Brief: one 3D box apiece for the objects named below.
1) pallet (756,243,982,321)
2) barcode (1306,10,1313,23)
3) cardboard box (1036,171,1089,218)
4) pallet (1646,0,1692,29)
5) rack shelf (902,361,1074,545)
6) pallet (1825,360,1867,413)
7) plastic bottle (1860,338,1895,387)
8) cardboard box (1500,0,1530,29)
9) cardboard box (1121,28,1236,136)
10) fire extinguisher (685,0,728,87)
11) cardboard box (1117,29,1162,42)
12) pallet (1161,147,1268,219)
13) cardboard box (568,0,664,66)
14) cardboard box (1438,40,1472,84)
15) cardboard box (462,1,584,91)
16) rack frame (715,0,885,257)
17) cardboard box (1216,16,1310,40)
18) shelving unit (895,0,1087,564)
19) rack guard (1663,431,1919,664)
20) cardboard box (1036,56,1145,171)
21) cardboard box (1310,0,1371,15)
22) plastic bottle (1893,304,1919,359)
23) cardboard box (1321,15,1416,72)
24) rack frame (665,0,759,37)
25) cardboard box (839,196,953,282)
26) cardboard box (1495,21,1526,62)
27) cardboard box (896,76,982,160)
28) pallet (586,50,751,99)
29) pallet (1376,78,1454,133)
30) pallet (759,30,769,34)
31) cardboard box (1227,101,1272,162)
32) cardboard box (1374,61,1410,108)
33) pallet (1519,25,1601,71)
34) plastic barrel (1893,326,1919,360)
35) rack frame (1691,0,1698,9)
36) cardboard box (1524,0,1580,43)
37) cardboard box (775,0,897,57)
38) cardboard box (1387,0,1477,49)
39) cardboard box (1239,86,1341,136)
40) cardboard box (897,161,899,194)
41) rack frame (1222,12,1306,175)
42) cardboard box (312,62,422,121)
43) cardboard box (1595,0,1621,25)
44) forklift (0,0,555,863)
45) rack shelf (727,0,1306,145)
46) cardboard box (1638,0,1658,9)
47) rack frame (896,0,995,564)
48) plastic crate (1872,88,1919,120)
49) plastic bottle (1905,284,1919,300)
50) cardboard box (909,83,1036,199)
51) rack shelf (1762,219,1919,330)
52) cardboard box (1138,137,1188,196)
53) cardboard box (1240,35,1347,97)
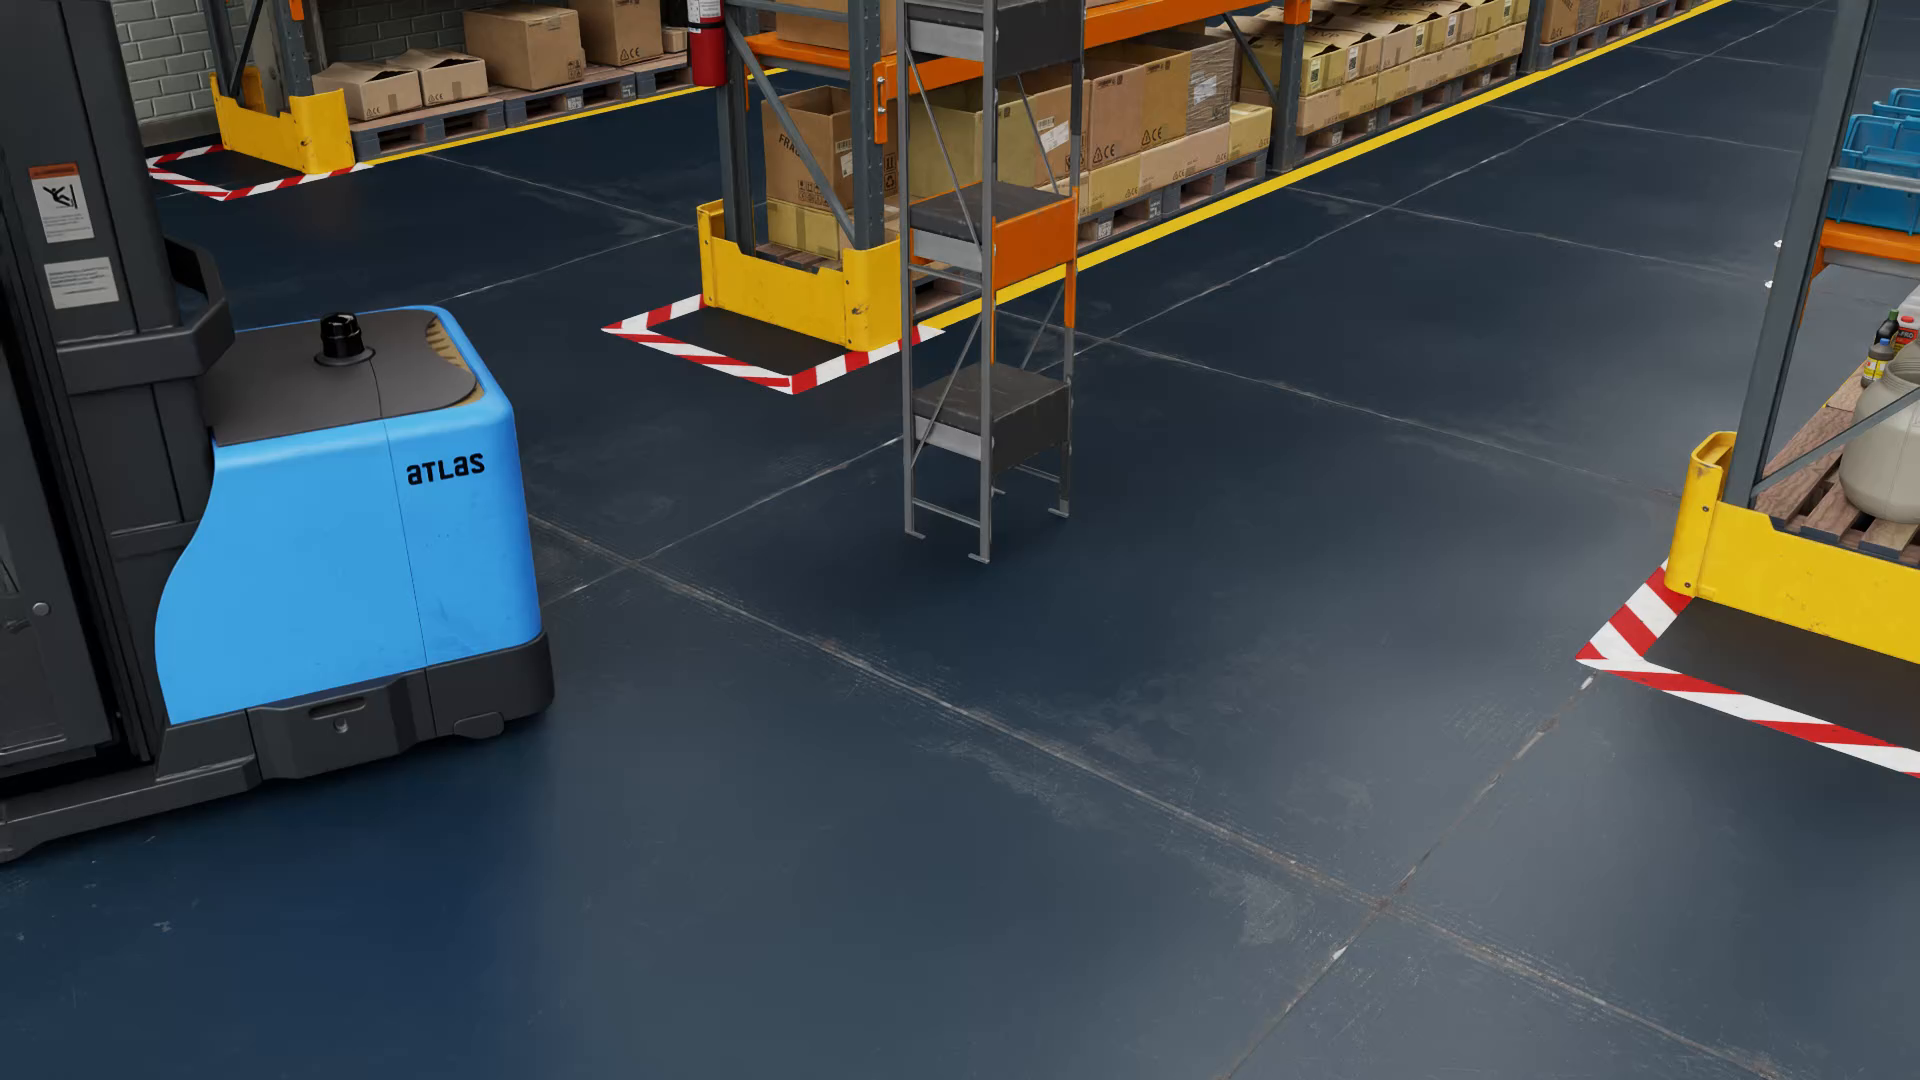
[{"bbox_3d":[-0.328,-1.510,8.939,1.003,0.211,1.213,21,34,34],"label":"pallet"},{"bbox_3d":[2.246,-3.364,10.684,0.001,0.075,0.075,21,34,34],"label":"barcode"},{"bbox_3d":[0.364,-1.911,9.215,0.500,0.250,0.500,21,34,34],"label":"cardboard box"},{"bbox_3d":[6.362,-5.182,16.036,1.003,0.211,1.213,21,34,34],"label":"pallet"},{"bbox_3d":[0.105,-0.357,6.209,0.431,0.518,0.480,21,34,34],"label":"rack shelf"},{"bbox_3d":[4.347,-0.535,7.055,1.003,0.211,1.213,21,34,34],"label":"pallet"},{"bbox_3d":[3.868,-0.748,6.998,0.097,0.201,0.097,0,27,0],"label":"plastic bottle"},{"bbox_3d":[4.163,-4.258,13.141,0.500,0.311,0.500,22,34,36],"label":"cardboard box"},{"bbox_3d":[1.309,-2.779,10.077,0.500,0.500,0.500,21,34,34],"label":"cardboard box"},{"bbox_3d":[-1.216,-2.524,7.949,0.296,0.674,0.183,21,34,34],"label":"fire extinguisher"},{"bbox_3d":[0.914,-2.929,10.367,0.500,0.500,0.500,21,34,34],"label":"cardboard box"},{"bbox_3d":[1.224,-2.375,10.611,1.003,0.211,1.213,21,34,34],"label":"pallet"},{"bbox_3d":[-2.692,-4.035,13.027,0.500,0.500,0.500,18,32,31],"label":"cardboard box"},{"bbox_3d":[3.513,-3.648,12.572,0.500,0.250,0.500,22,34,36],"label":"cardboard box"},{"bbox_3d":[-3.230,-3.663,12.308,0.700,0.500,0.500,18,33,31],"label":"cardboard box"},{"bbox_3d":[-0.782,-2.465,7.750,1.000,3.000,0.127,21,34,34],"label":"rack frame"},{"bbox_3d":[2.125,-3.511,11.698,0.500,0.311,0.500,22,34,36],"label":"cardboard box"},{"bbox_3d":[0.105,-0.991,5.881,0.431,2.100,0.503,21,34,34],"label":"shelving unit"},{"bbox_3d":[3.050,0.054,5.602,1.175,0.500,0.348,21,34,34],"label":"rack guard"},{"bbox_3d":[0.687,-2.419,9.382,0.500,0.500,0.500,21,34,34],"label":"cardboard box"},{"bbox_3d":[2.766,-3.864,12.381,0.500,0.311,0.500,20,34,34],"label":"cardboard box"},{"bbox_3d":[4.049,-0.862,7.138,0.152,0.276,0.135,21,34,35],"label":"plastic bottle"},{"bbox_3d":[2.868,-3.531,11.736,0.500,0.311,0.500,19,33,33],"label":"cardboard box"},{"bbox_3d":[-2.063,-5.330,13.288,1.000,3.000,0.127,21,34,34],"label":"rack frame"},{"bbox_3d":[-0.269,-1.555,8.527,0.500,0.250,0.500,21,34,34],"label":"cardboard box"},{"bbox_3d":[4.160,-4.009,13.270,0.500,0.250,0.500,22,34,36],"label":"cardboard box"},{"bbox_3d":[-0.046,-2.399,9.343,0.500,0.500,0.500,21,34,34],"label":"cardboard box"},{"bbox_3d":[-2.463,-3.843,13.448,1.003,0.211,1.213,21,34,34],"label":"pallet"},{"bbox_3d":[2.976,-3.352,12.499,1.003,0.211,1.213,21,34,34],"label":"pallet"},{"bbox_3d":[-1.569,-4.368,14.463,1.003,0.211,1.213,21,34,34],"label":"pallet"},{"bbox_3d":[1.636,-2.620,10.586,0.500,0.250,0.500,21,34,34],"label":"cardboard box"},{"bbox_3d":[2.863,-3.284,11.870,0.500,0.250,0.500,20,33,33],"label":"cardboard box"},{"bbox_3d":[4.810,-4.316,14.364,1.003,0.211,1.213,21,34,34],"label":"pallet"},{"bbox_3d":[3.716,-0.531,6.262,0.421,0.512,0.421,0,27,0],"label":"plastic barrel"},{"bbox_3d":[6.851,-6.720,15.975,1.000,3.000,0.127,21,34,34],"label":"rack frame"},{"bbox_3d":[4.816,-4.464,13.857,0.500,0.500,0.500,22,35,36],"label":"cardboard box"},{"bbox_3d":[-0.475,-2.671,8.040,0.700,0.500,0.500,21,34,34],"label":"cardboard box"},{"bbox_3d":[3.514,-3.894,12.437,0.500,0.311,0.500,20,34,34],"label":"cardboard box"},{"bbox_3d":[2.210,-2.919,11.163,0.500,0.250,0.500,20,33,33],"label":"cardboard box"},{"bbox_3d":[-0.360,-1.887,9.169,0.500,0.250,0.500,21,34,34],"label":"cardboard box"},{"bbox_3d":[1.762,-3.883,10.492,1.000,3.000,0.127,21,34,34],"label":"rack frame"},{"bbox_3d":[-4.097,-3.132,11.486,0.500,0.311,0.500,17,32,29],"label":"cardboard box"},{"bbox_3d":[5.468,-4.828,14.560,0.500,0.500,0.500,20,34,34],"label":"cardboard box"},{"bbox_3d":[-2.808,-0.632,4.282,3.031,2.935,1.130,-13,30,-23],"label":"forklift"},{"bbox_3d":[0.490,-2.855,9.286,1.077,0.370,4.000,21,34,34],"label":"rack shelf"},{"bbox_3d":[6.118,-5.195,15.270,0.500,0.500,0.500,21,34,35],"label":"cardboard box"},{"bbox_3d":[-0.050,-0.905,5.714,0.400,2.100,0.015,21,34,34],"label":"rack frame"},{"bbox_3d":[3.543,-1.443,5.937,0.499,0.251,0.408,21,34,34],"label":"plastic crate"},{"bbox_3d":[4.239,-1.005,7.331,0.144,0.351,0.185,22,35,36],"label":"plastic bottle"},{"bbox_3d":[0.047,-2.066,8.699,0.500,0.500,0.500,21,34,34],"label":"cardboard box"},{"bbox_3d":[4.310,-1.406,6.485,1.077,0.370,4.000,21,34,34],"label":"rack shelf"},{"bbox_3d":[1.003,-2.264,9.898,0.500,0.250,0.500,21,34,34],"label":"cardboard box"},{"bbox_3d":[2.217,-3.171,11.041,0.500,0.311,0.500,21,34,35],"label":"cardboard box"}]
